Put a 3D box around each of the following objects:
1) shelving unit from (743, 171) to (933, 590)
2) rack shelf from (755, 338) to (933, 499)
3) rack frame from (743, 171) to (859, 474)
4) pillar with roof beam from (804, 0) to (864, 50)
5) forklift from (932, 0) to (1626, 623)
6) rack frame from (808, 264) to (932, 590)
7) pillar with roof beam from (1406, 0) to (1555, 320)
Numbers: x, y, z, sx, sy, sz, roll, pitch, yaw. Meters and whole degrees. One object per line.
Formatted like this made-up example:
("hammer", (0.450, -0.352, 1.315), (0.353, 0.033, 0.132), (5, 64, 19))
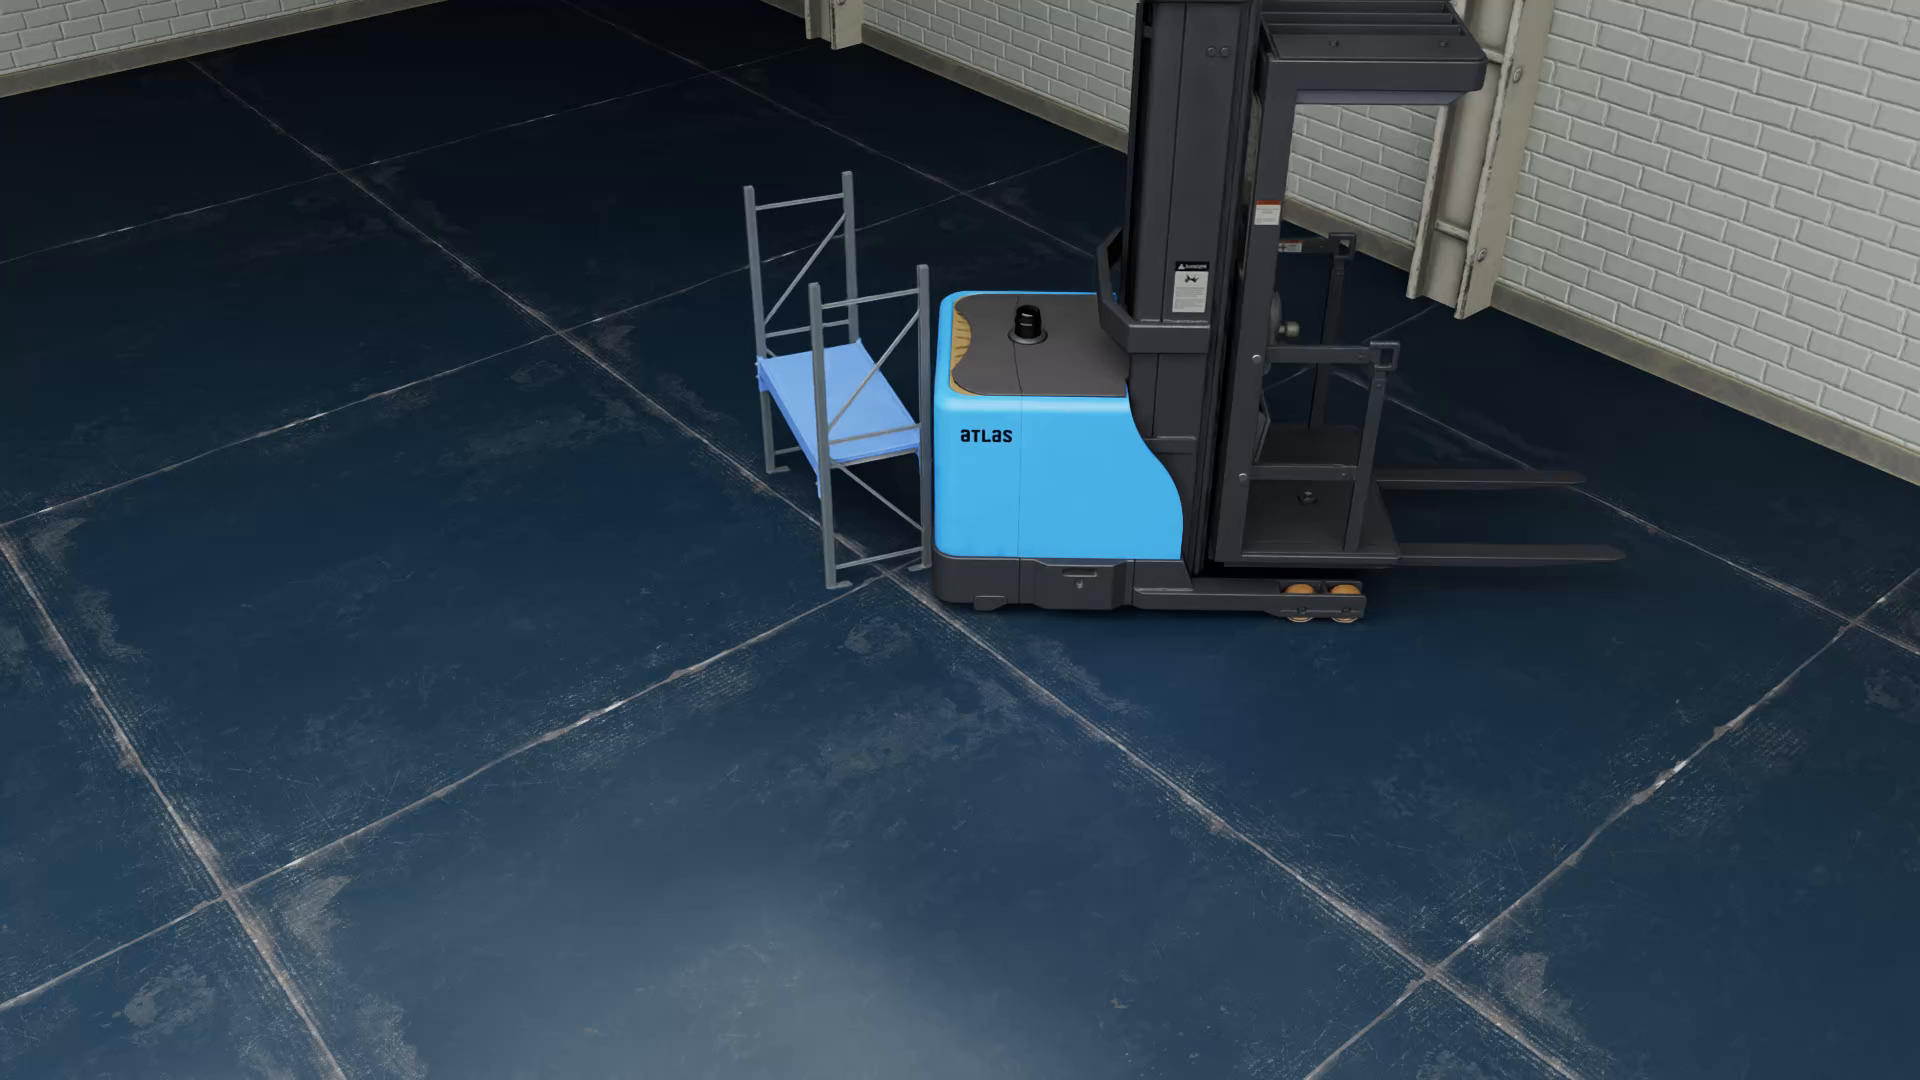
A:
("shelving unit", (-0.543, -0.721, 7.471), (0.538, 1.500, 1.048), (-12, 37, -17))
("rack shelf", (-0.543, -0.575, 7.575), (0.538, 0.185, 1.000), (-12, 37, -17))
("rack frame", (-0.722, -0.996, 7.859), (0.500, 1.500, 0.032), (-12, 37, -17))
("pillar with roof beam", (-4.298, -6.122, 8.607), (9.100, 9.000, 0.400), (-26, 43, -32))
("forklift", (1.404, -1.148, 6.836), (3.031, 2.935, 1.130), (1, 35, 1))
("rack frame", (-0.364, -0.446, 7.083), (0.500, 1.500, 0.032), (-12, 37, -17))
("pillar with roof beam", (-0.426, -3.472, 4.867), (9.100, 9.000, 0.400), (-26, 43, -32))
